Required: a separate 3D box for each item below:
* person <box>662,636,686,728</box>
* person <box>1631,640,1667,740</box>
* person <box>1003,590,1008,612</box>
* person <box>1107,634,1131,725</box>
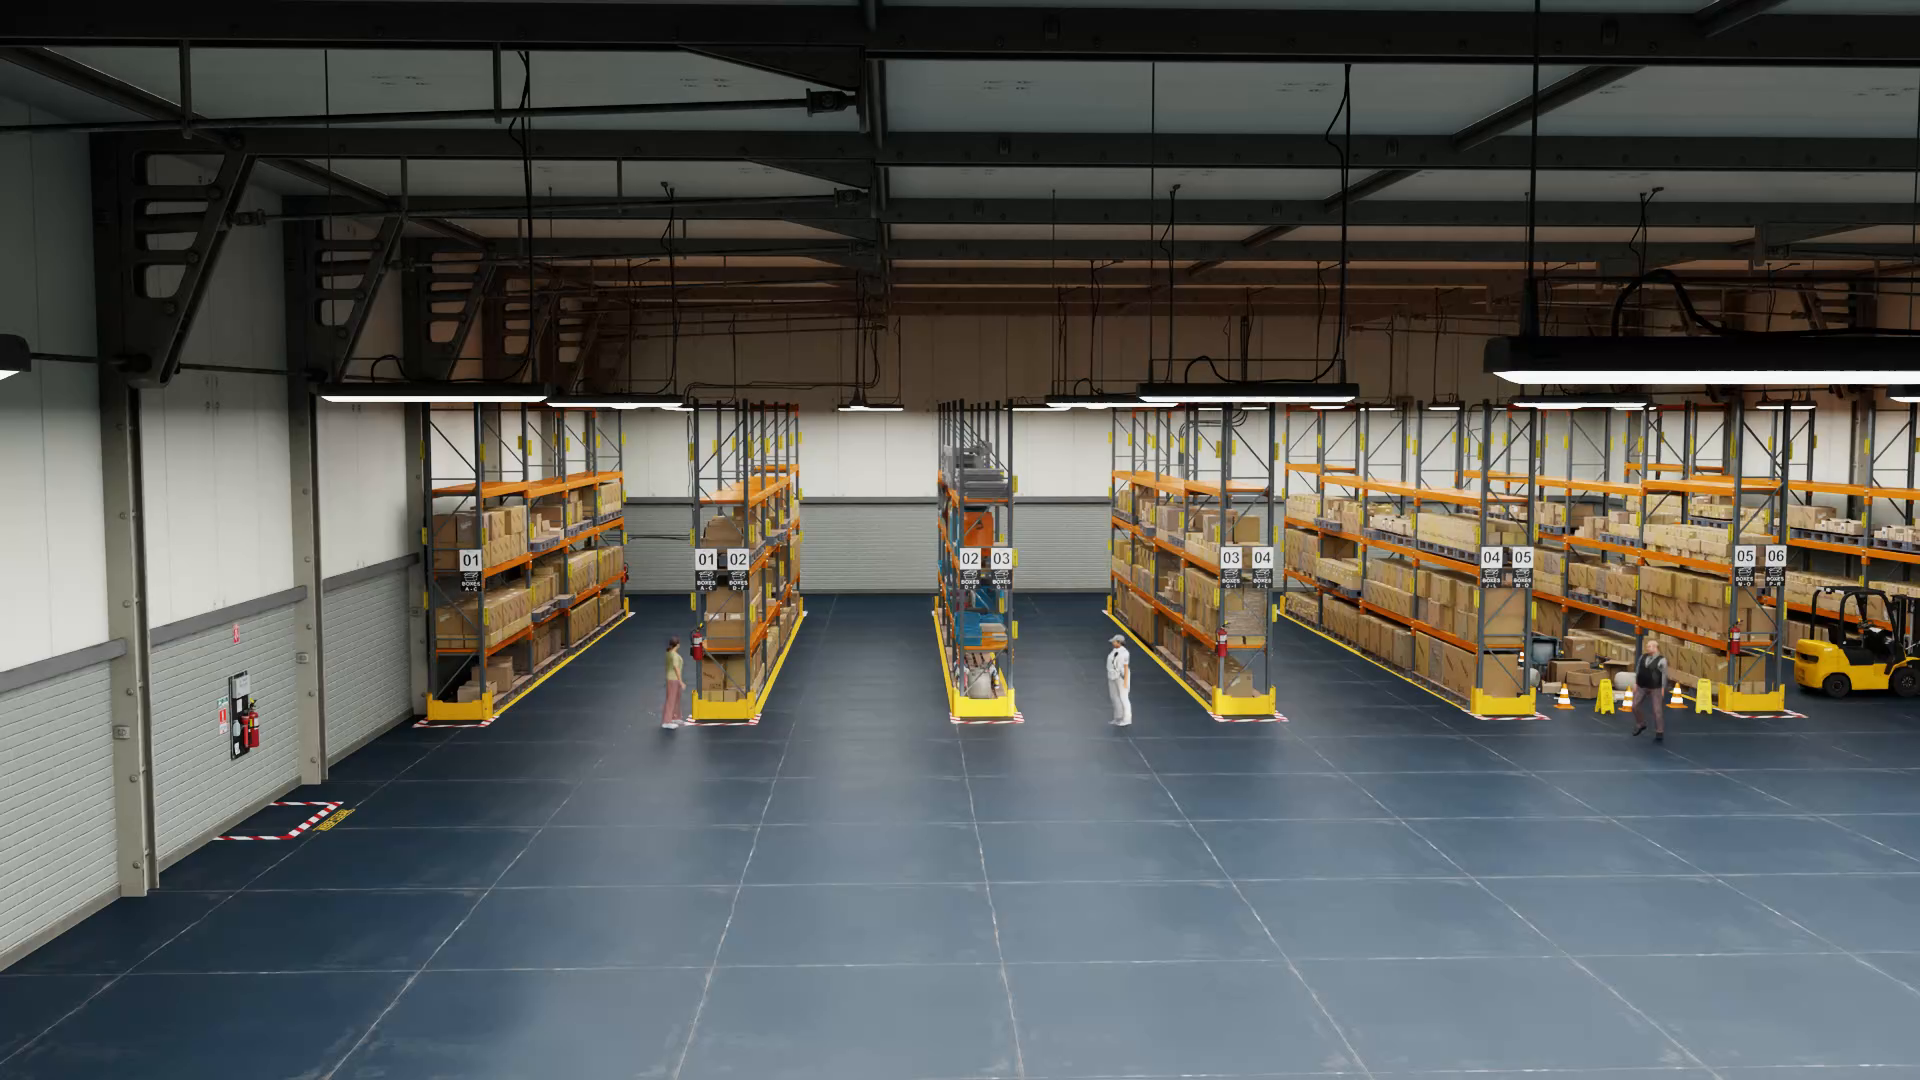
[{"bbox_3d":[-5.232,2.598,30.415,0.484,1.706,0.630,-1,4,-13],"label":"person"},{"bbox_3d":[12.141,2.630,29.286,0.403,1.725,0.592,-4,6,-44],"label":"person"},{"bbox_3d":[1.297,1.182,47.972,0.421,1.782,0.653,-1,4,-13],"label":"person"},{"bbox_3d":[2.917,2.584,30.595,0.407,1.703,0.602,-2,5,-26],"label":"person"}]
